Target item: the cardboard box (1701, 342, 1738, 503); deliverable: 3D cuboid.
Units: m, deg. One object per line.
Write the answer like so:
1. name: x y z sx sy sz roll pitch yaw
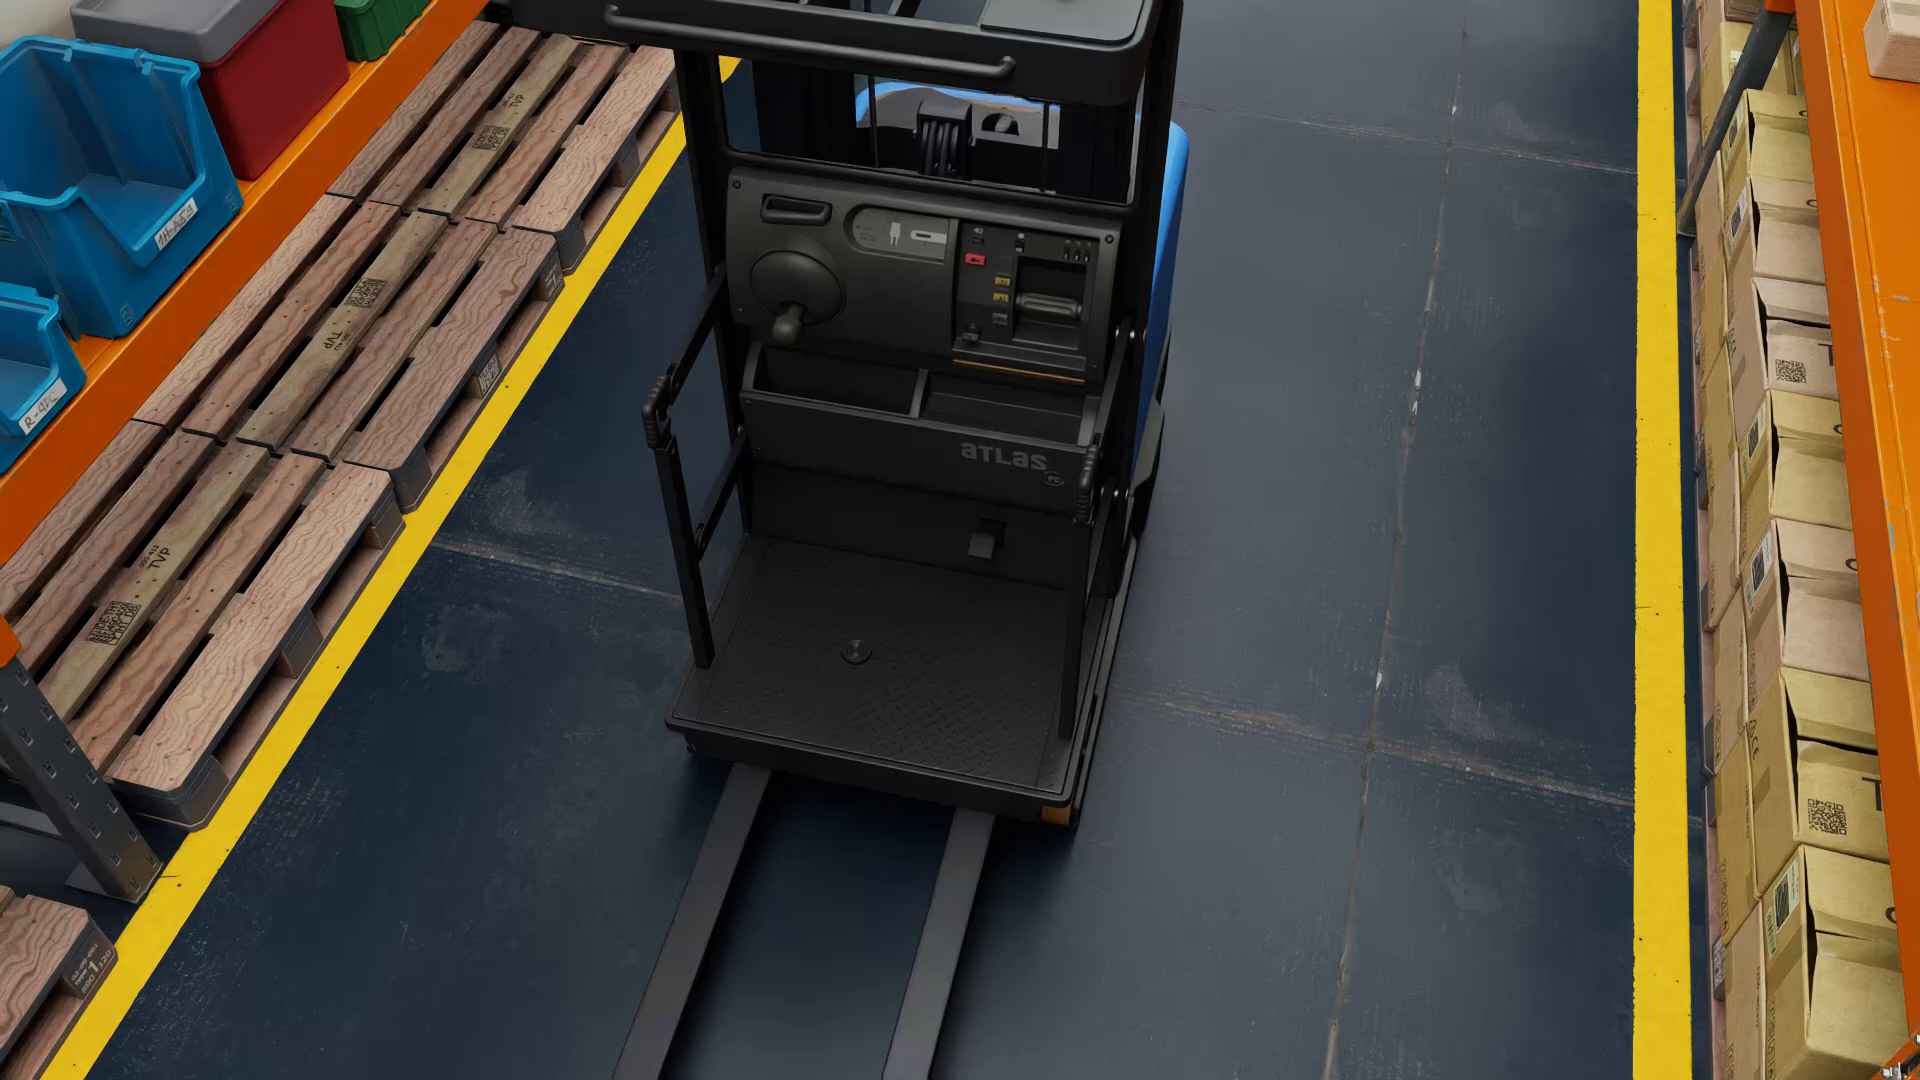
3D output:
1. cardboard box: 2.579 -0.323 5.088 0.500 0.250 0.500 10 49 9

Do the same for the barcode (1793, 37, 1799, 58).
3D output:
1. barcode: 2.725 -1.615 5.408 0.001 0.075 0.075 12 50 10

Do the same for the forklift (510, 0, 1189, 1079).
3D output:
1. forklift: -0.144 -0.513 3.747 1.130 2.935 3.031 10 49 9

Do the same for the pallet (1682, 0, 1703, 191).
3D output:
1. pallet: 3.444 -1.726 6.632 1.003 0.211 1.213 12 50 10

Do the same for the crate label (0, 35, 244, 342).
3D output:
1. crate label: -2.114 -0.845 3.972 0.502 0.435 0.616 12 50 10

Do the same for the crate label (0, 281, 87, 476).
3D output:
1. crate label: -2.164 -0.344 3.664 0.303 0.233 0.416 12 50 10

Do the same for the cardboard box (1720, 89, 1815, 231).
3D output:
1. cardboard box: 2.845 -1.246 5.529 0.500 0.311 0.500 12 50 10

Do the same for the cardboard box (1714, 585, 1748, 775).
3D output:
1. cardboard box: 2.312 0.418 4.435 0.500 0.250 0.500 13 50 11

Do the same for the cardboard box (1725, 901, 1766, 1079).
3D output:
1. cardboard box: 2.044 1.154 3.785 0.500 0.250 0.500 13 50 11

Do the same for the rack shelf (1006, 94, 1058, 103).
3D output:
1. rack shelf: 0.260 -1.361 5.437 0.258 0.148 0.480 10 48 9

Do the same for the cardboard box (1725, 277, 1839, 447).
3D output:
1. cardboard box: 2.573 -0.511 4.880 0.500 0.311 0.500 10 49 9

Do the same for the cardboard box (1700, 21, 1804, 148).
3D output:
1. cardboard box: 3.105 -1.689 6.294 0.500 0.250 0.500 12 50 10

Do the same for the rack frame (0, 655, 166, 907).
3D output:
1. rack frame: -2.637 -0.168 3.398 1.000 3.000 0.127 12 50 10

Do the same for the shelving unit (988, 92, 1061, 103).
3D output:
1. shelving unit: 0.259 -1.256 5.552 0.258 1.200 0.503 10 48 9

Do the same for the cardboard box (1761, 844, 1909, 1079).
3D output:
1. cardboard box: 2.041 0.970 3.573 0.500 0.311 0.500 13 50 11

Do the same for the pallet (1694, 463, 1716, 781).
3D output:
1. pallet: 2.718 0.267 4.873 1.003 0.211 1.213 12 50 10

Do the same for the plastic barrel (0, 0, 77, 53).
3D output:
1. plastic barrel: -2.461 -1.296 4.319 0.421 0.512 0.421 0 49 0

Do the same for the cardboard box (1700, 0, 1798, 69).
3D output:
1. cardboard box: 3.246 -2.049 6.611 0.500 0.250 0.500 12 50 10

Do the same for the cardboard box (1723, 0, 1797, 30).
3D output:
1. cardboard box: 3.248 -2.296 6.330 0.500 0.500 0.500 12 50 10

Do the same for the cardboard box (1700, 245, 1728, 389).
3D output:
1. cardboard box: 2.713 -0.698 5.419 0.500 0.250 0.500 13 50 11

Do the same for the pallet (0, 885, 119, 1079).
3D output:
1. pallet: -2.804 1.333 3.933 1.003 0.211 1.213 12 50 10

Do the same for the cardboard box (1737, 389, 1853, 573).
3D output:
1. cardboard box: 2.441 -0.134 4.547 0.500 0.311 0.500 13 50 11

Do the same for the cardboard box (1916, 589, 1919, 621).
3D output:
1. cardboard box: 2.111 0.190 3.249 0.380 0.149 0.250 12 50 10

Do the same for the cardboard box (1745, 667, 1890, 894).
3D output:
1. cardboard box: 2.172 0.593 3.906 0.500 0.311 0.500 11 49 9

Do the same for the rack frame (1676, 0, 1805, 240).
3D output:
1. rack frame: 3.194 -2.081 5.086 1.000 3.000 0.127 12 50 10

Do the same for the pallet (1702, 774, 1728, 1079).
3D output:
1. pallet: 2.395 1.147 4.097 1.003 0.211 1.213 12 50 10

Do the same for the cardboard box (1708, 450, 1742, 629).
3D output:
1. cardboard box: 2.444 0.045 4.764 0.500 0.250 0.500 12 50 11

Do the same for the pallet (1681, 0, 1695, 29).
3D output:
1. pallet: 3.763 -2.611 7.413 1.003 0.211 1.213 12 50 10

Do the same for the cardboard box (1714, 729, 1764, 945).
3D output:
1. cardboard box: 2.176 0.781 4.114 0.500 0.250 0.500 11 49 10

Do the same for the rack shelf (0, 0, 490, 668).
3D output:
1. rack shelf: -2.110 -1.377 4.944 1.077 0.370 4.000 12 50 10

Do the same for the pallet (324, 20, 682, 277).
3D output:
1. pallet: -1.753 -1.563 6.489 1.003 0.211 1.213 12 50 10

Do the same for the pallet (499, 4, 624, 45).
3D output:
1. pallet: -1.367 -2.616 7.418 1.003 0.211 1.213 12 50 10

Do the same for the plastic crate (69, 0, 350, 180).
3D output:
1. plastic crate: -1.916 -1.298 4.352 0.402 0.464 0.583 12 50 10

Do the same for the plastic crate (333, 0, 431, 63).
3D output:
1. plastic crate: -1.770 -1.676 4.870 0.450 0.188 0.662 12 50 10

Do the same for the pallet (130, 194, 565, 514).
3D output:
1. pallet: -2.072 -0.678 5.707 1.003 0.211 1.213 12 50 10

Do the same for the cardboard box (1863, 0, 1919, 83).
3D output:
1. cardboard box: 2.763 -1.398 4.650 0.380 0.149 0.250 12 50 10

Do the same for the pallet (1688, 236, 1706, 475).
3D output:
1. pallet: 3.038 -0.618 5.655 1.003 0.211 1.213 12 50 10

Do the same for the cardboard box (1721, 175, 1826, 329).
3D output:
1. cardboard box: 2.708 -0.885 5.210 0.500 0.311 0.500 11 49 10

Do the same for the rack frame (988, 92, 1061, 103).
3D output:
1. rack frame: 0.203 -1.081 5.392 0.240 1.200 0.015 10 48 9

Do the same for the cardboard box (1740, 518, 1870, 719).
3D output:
1. cardboard box: 2.307 0.228 4.228 0.500 0.311 0.500 11 50 10

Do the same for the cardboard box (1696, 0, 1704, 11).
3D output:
1. cardboard box: 3.364 -2.413 6.933 0.500 0.250 0.500 12 50 10

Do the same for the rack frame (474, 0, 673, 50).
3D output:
1. rack frame: -1.584 -3.061 5.951 1.000 3.000 0.127 12 50 10

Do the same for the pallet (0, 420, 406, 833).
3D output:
1. pallet: -2.395 0.202 4.931 1.003 0.211 1.213 12 50 10

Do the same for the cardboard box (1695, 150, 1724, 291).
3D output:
1. cardboard box: 2.849 -1.068 5.745 0.500 0.250 0.500 10 49 9
